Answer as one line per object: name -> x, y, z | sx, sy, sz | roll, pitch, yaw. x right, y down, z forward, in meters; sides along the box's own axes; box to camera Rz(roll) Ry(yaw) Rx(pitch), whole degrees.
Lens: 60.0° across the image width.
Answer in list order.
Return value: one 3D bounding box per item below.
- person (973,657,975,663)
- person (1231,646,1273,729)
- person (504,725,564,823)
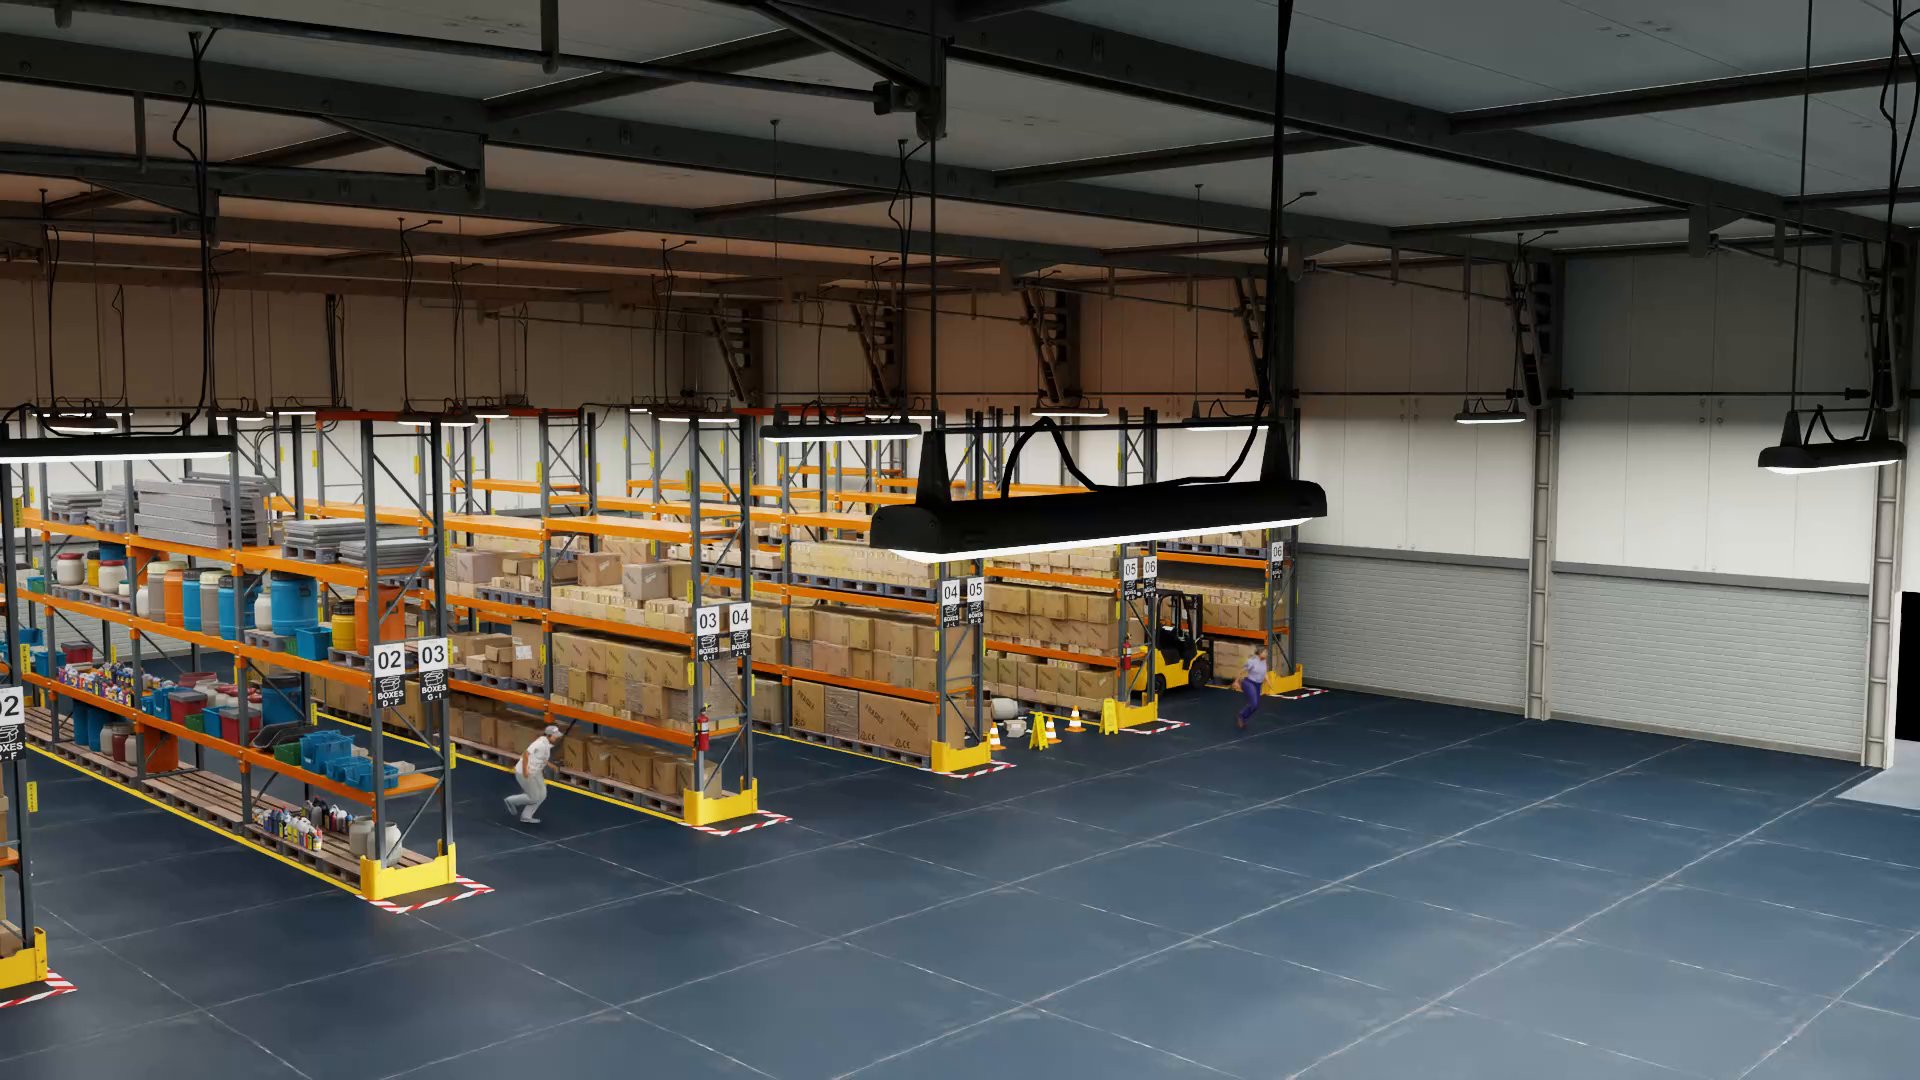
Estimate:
person -> 0.230, 2.290, 37.141 | 0.586, 1.526, 0.539 | 4, 7, 39
person -> 5.513, 2.770, 31.273 | 0.655, 1.589, 0.618 | 5, 7, 44
person -> -6.255, 3.449, 24.395 | 0.906, 1.479, 0.627 | 1, 5, 8
